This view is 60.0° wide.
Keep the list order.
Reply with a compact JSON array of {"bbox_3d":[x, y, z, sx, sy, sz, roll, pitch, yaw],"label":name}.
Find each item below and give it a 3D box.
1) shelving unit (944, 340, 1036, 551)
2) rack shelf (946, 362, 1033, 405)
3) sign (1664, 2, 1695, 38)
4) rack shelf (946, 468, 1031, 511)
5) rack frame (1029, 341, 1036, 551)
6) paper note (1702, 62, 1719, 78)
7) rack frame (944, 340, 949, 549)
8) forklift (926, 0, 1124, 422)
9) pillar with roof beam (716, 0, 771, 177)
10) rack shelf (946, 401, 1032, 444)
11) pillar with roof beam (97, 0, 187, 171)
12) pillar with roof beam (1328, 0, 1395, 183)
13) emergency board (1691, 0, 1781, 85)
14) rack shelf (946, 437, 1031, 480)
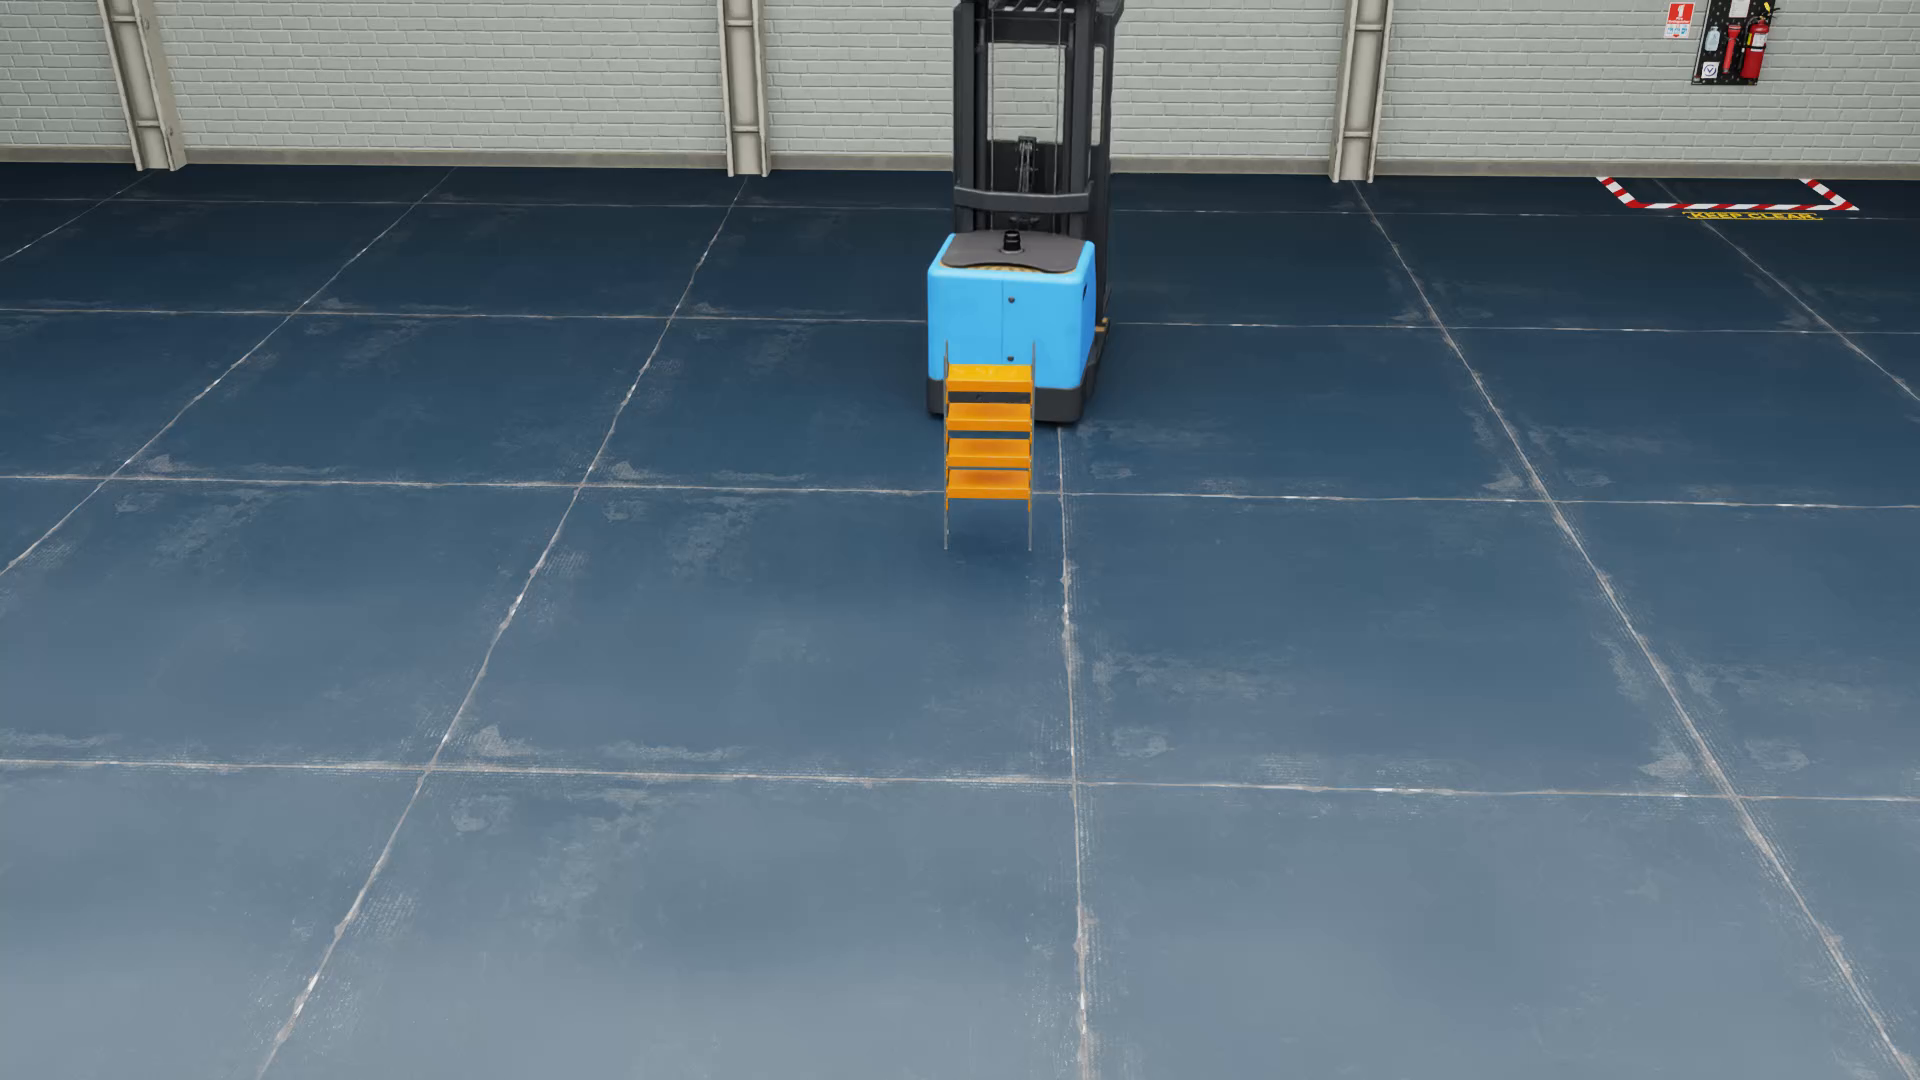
[{"bbox_3d":[0.165,-0.527,9.464,0.503,1.200,0.258,1,28,2],"label":"shelving unit"},{"bbox_3d":[0.165,-0.875,9.280,0.480,0.148,0.258,1,28,2],"label":"rack shelf"},{"bbox_3d":[6.861,-4.959,15.864,0.234,0.329,0.001,1,28,2],"label":"sign"},{"bbox_3d":[0.165,-0.293,9.588,0.480,0.148,0.258,1,28,2],"label":"rack shelf"},{"bbox_3d":[0.409,-0.523,9.456,0.015,1.200,0.240,1,28,2],"label":"rack frame"},{"bbox_3d":[7.236,-4.532,16.037,0.142,0.148,0.016,1,28,2],"label":"paper note"},{"bbox_3d":[-0.078,-0.531,9.471,0.015,1.200,0.240,1,28,2],"label":"rack frame"},{"bbox_3d":[0.539,-2.747,11.803,1.130,2.935,3.031,5,28,9],"label":"forklift"},{"bbox_3d":[-2.266,-5.661,10.821,0.400,9.000,9.100,1,28,2],"label":"pillar with roof beam"},{"bbox_3d":[0.165,-0.666,9.391,0.480,0.148,0.258,1,28,2],"label":"rack shelf"},{"bbox_3d":[-8.262,-5.760,11.008,0.400,9.000,9.100,1,28,2],"label":"pillar with roof beam"},{"bbox_3d":[3.730,-5.562,10.634,0.400,9.000,9.100,1,28,2],"label":"pillar with roof beam"},{"bbox_3d":[7.410,-4.886,15.764,0.643,1.169,0.194,1,28,2],"label":"emergency board"},{"bbox_3d":[0.165,-0.468,9.495,0.480,0.148,0.258,1,28,2],"label":"rack shelf"}]
